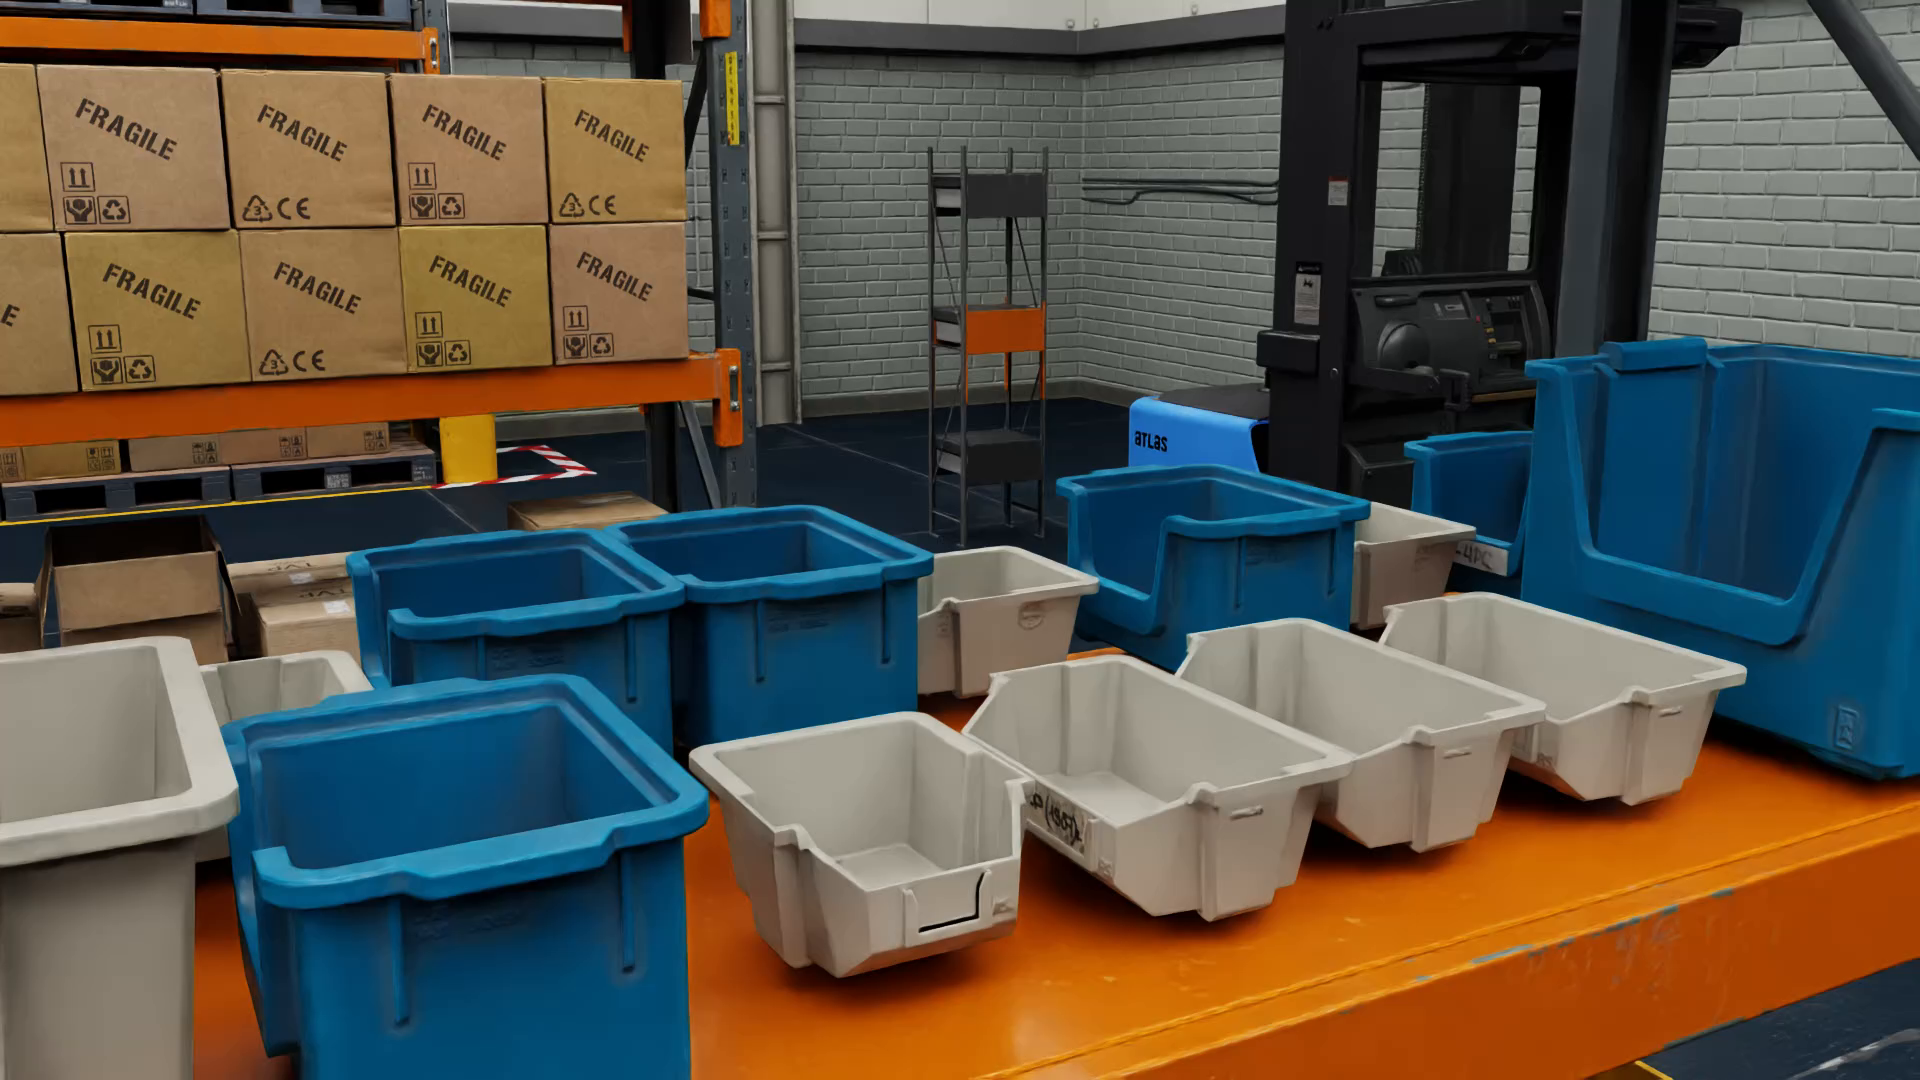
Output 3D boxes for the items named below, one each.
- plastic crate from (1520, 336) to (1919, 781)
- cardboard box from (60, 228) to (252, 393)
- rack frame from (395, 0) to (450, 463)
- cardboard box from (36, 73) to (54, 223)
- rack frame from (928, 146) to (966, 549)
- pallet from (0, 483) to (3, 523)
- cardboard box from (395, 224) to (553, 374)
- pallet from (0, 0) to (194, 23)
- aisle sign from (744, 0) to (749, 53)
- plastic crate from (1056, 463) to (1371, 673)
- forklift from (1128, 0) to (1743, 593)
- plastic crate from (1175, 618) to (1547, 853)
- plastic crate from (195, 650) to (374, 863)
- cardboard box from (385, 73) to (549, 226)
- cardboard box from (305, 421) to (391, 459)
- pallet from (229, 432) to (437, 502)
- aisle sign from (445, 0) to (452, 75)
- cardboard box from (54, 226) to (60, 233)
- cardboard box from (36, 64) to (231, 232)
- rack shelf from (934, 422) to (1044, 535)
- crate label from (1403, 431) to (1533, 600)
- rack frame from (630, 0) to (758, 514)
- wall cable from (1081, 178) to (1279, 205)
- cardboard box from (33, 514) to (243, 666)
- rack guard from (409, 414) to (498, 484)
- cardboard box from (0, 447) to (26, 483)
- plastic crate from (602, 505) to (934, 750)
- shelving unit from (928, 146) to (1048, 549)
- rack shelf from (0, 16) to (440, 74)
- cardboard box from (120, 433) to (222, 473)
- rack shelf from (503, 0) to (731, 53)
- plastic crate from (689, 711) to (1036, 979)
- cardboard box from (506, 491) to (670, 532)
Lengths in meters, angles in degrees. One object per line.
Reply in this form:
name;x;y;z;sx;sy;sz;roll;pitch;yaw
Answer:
plastic crate;1.090;-0.014;2.121;0.499;0.435;0.616;-7;14;-28
cardboard box;-2.675;-0.783;5.528;0.500;0.500;0.500;-7;14;-29
rack frame;-3.453;-1.948;10.931;0.127;3.000;1.000;-7;14;-28
cardboard box;-3.376;-1.320;5.636;0.500;0.500;0.500;-7;14;-27
rack frame;-0.069;-1.016;8.842;0.015;2.100;0.400;-7;14;-28
pallet;-6.259;-0.231;9.656;1.213;0.211;1.003;-7;14;-28
cardboard box;-1.792;-0.887;5.992;0.500;0.500;0.500;-7;14;-27
pallet;-5.171;-3.158;9.682;1.213;0.211;1.003;-7;14;-28
aisle sign;-0.869;-2.210;6.175;0.004;0.787;0.394;-7;14;-28
plastic crate;0.342;0.046;2.318;0.300;0.233;0.416;-7;14;-28
forklift;1.868;-0.746;5.750;1.130;2.935;3.031;-8;15;-30
plastic crate;0.404;0.209;1.811;0.243;0.136;0.396;-7;14;-28
plastic crate;-0.832;0.241;1.672;0.466;0.136;0.293;-7;14;-28
cardboard box;-1.778;-1.377;5.890;0.500;0.500;0.500;-6;14;-26
cardboard box;-4.019;-0.840;10.747;0.500;0.500;0.700;-7;14;-28
pallet;-4.117;-0.488;10.797;1.213;0.211;1.003;-7;14;-28
aisle sign;-3.246;-3.166;10.423;0.004;0.787;0.394;-7;14;-28
cardboard box;-3.370;-0.832;5.748;0.500;0.500;0.500;-6;14;-27
cardboard box;-2.682;-1.267;5.403;0.500;0.500;0.500;-6;14;-26
rack shelf;0.145;-0.346;9.113;0.480;0.518;0.431;-7;14;-28
crate label;0.920;-0.023;2.626;0.303;0.233;0.416;-7;14;-28
rack frame;-1.076;-0.993;6.691;0.127;3.000;1.000;-7;14;-28
wall cable;1.683;-3.886;12.951;0.112;2.526;3.097;-7;14;-28
cardboard box;-2.940;0.232;5.930;0.637;0.503;0.797;-7;14;-28
rack guard;-3.432;-0.731;11.217;0.348;0.500;1.175;-7;14;-28
cardboard box;-5.816;-0.623;9.783;0.500;0.500;0.700;-7;14;-28
plastic crate;-0.236;0.115;2.010;0.300;0.233;0.416;-7;14;-28
shelving unit;0.145;-1.042;8.956;0.503;2.100;0.431;-7;14;-28
rack shelf;-5.208;-2.850;9.746;4.000;0.370;1.077;-7;14;-28
cardboard box;-4.900;-0.734;10.277;0.500;0.500;0.700;-7;15;-30
rack shelf;-2.832;-1.895;5.506;4.000;0.370;1.077;-7;14;-28
plastic crate;-0.080;0.278;1.505;0.250;0.136;0.298;-7;14;-28
cardboard box;-1.435;0.116;6.452;0.500;0.500;0.500;-7;14;-28
